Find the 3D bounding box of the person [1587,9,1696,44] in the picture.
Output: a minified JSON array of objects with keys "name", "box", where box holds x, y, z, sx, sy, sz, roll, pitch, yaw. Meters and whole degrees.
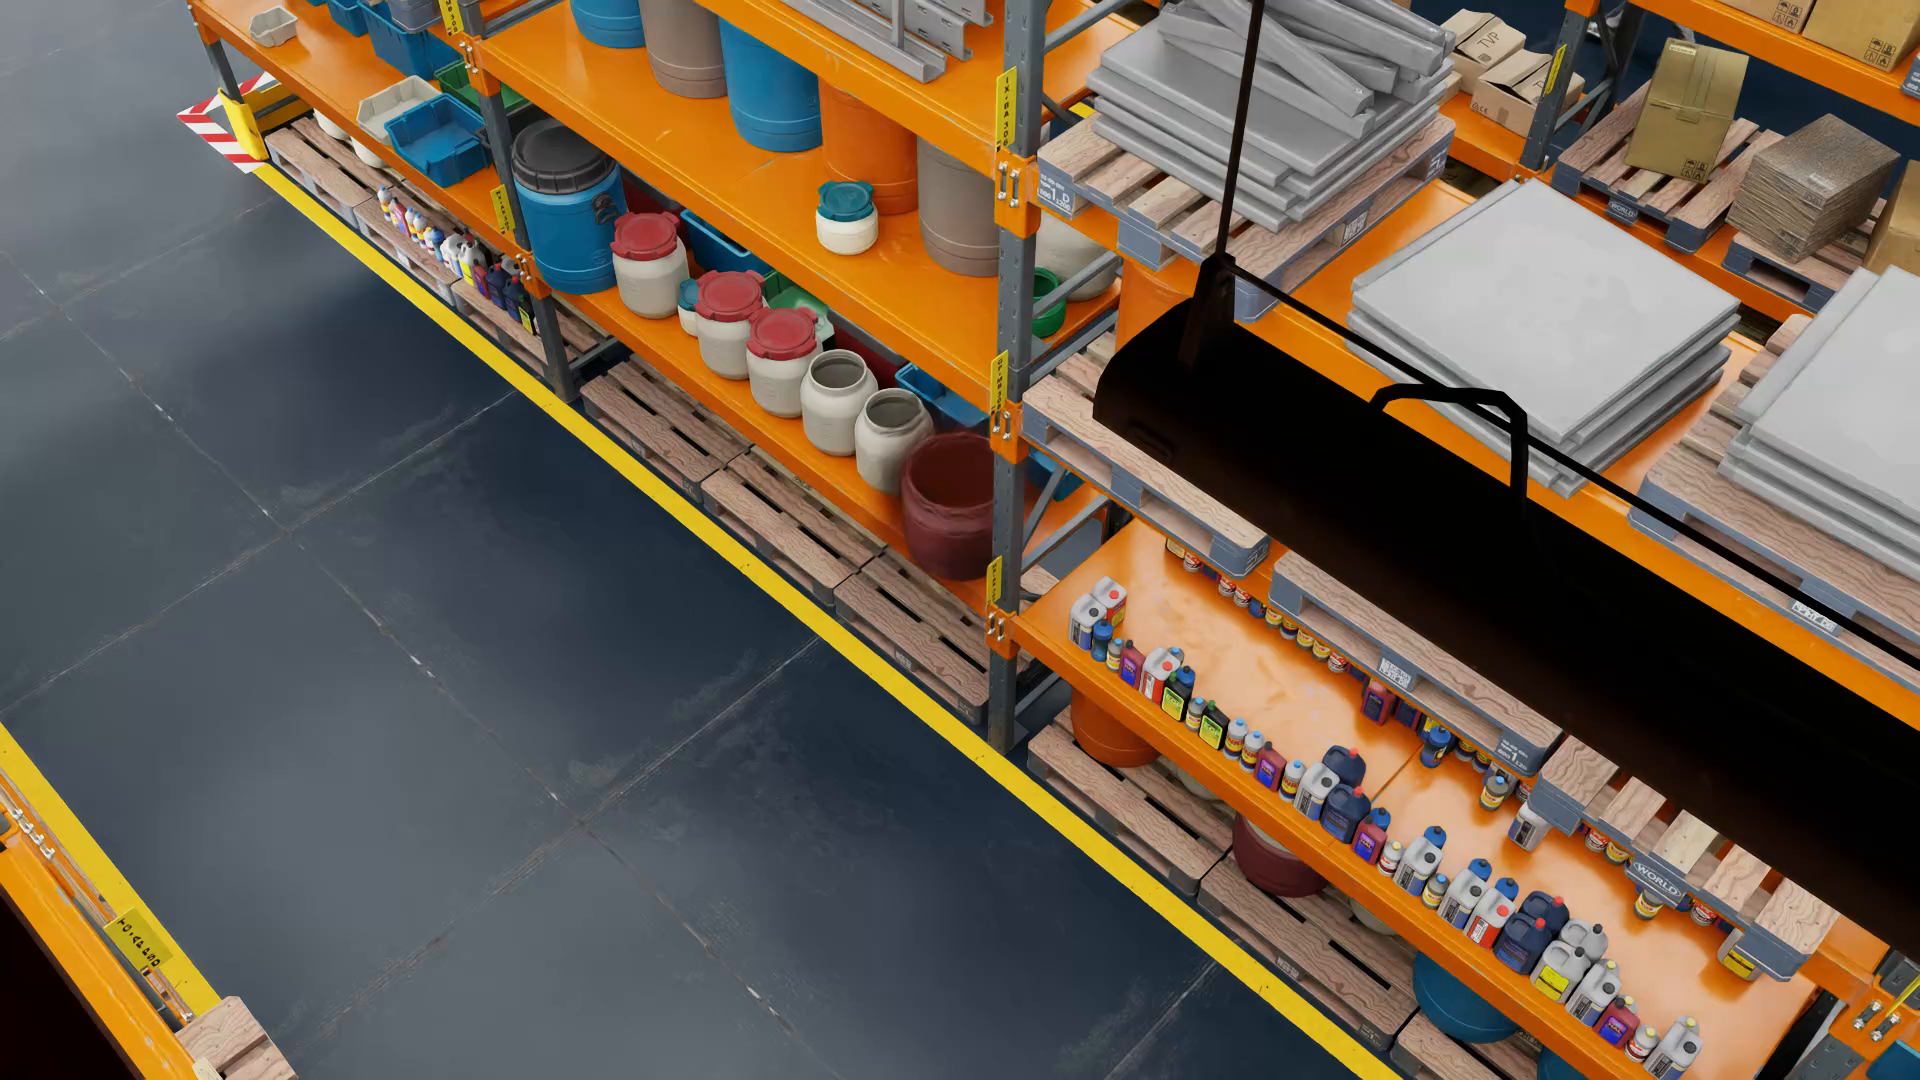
[{"name":"person","box":[5.557,-4.481,13.108,0.969,1.543,0.456,16,52,13]}]
